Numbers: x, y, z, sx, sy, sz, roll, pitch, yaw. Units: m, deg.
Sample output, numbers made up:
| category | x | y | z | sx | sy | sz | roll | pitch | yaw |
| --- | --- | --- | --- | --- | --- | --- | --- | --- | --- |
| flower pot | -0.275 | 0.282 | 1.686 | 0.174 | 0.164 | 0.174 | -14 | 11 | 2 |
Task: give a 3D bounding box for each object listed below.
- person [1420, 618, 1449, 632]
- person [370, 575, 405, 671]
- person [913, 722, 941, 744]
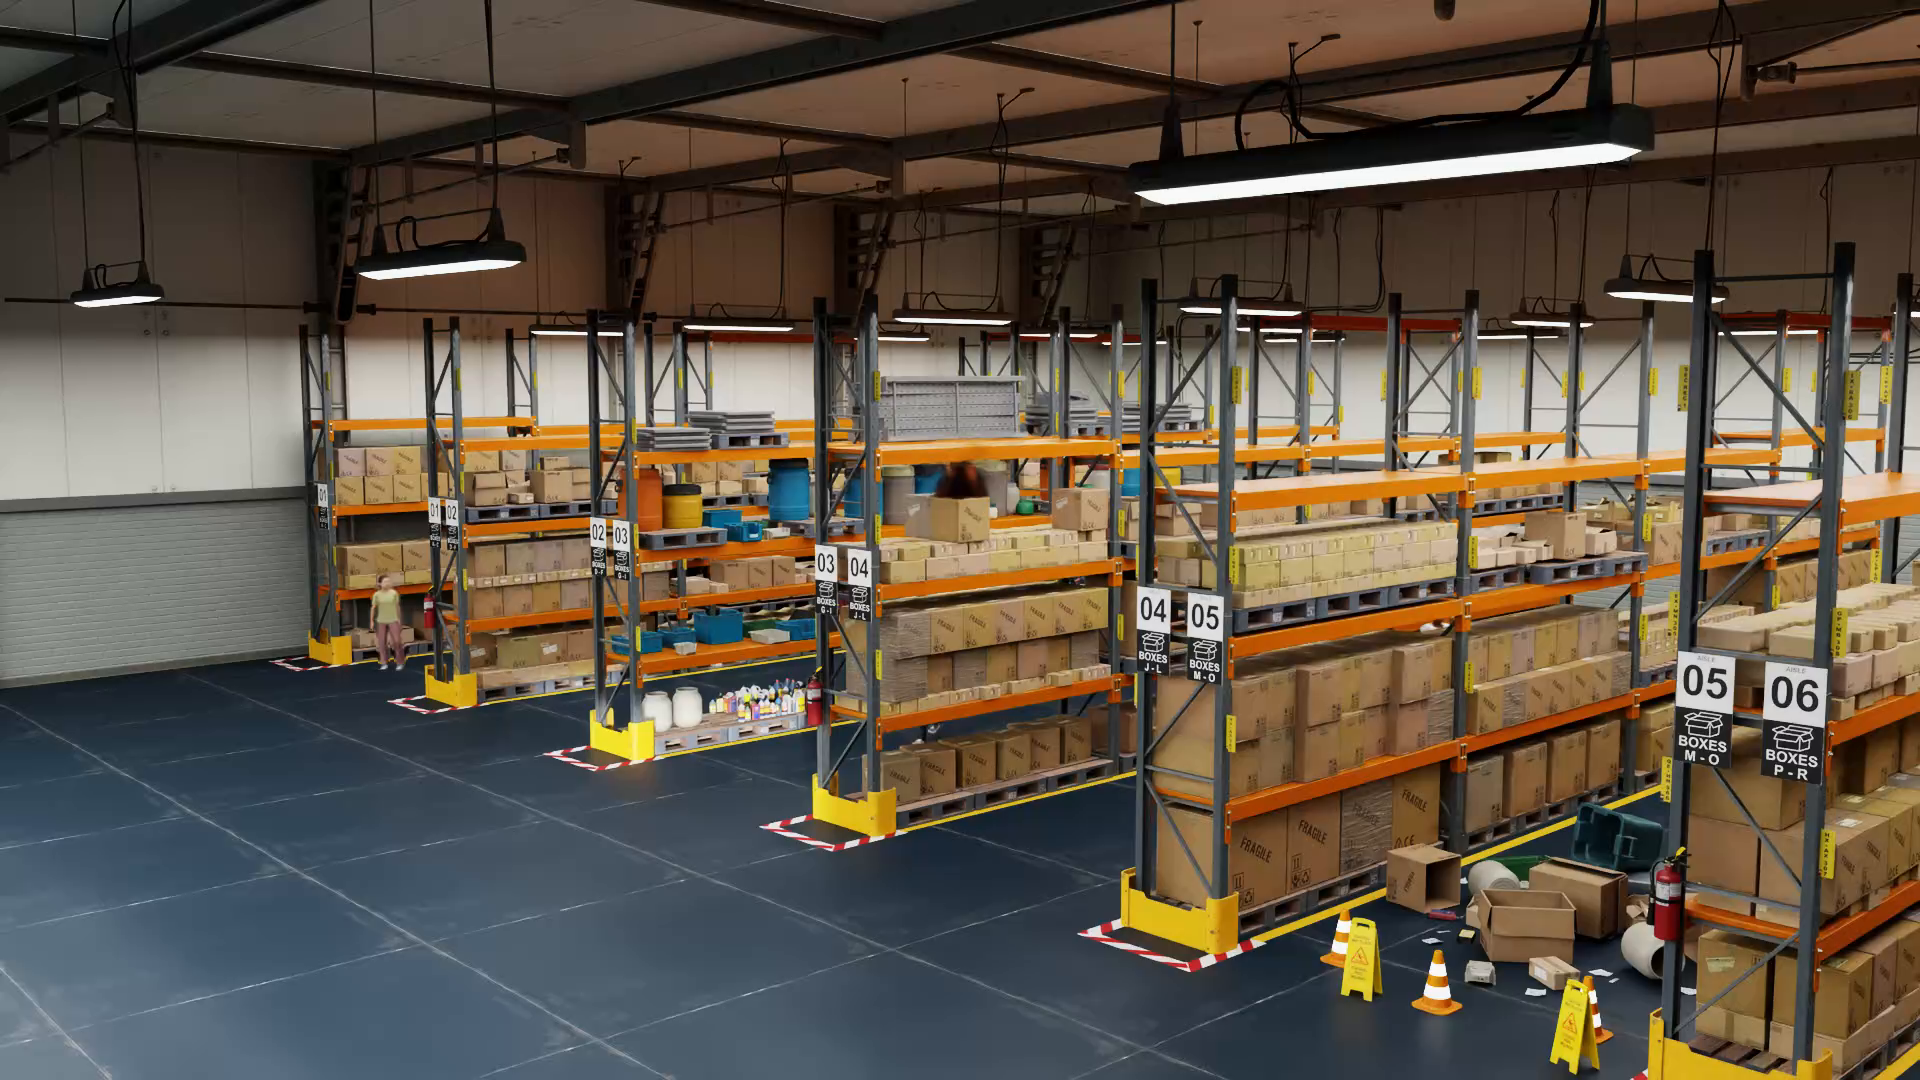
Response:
| category | x | y | z | sx | sy | sz | roll | pitch | yaw |
| --- | --- | --- | --- | --- | --- | --- | --- | --- | --- |
| person | 6.963 | 1.831 | 24.293 | 0.629 | 1.809 | 0.394 | -3 | 6 | -26 |
| person | -9.930 | 1.456 | 28.837 | 0.537 | 1.662 | 0.339 | -1 | 6 | -8 |
| person | -0.466 | 2.056 | 23.160 | 0.403 | 1.535 | 0.868 | 4 | 7 | 33 |
